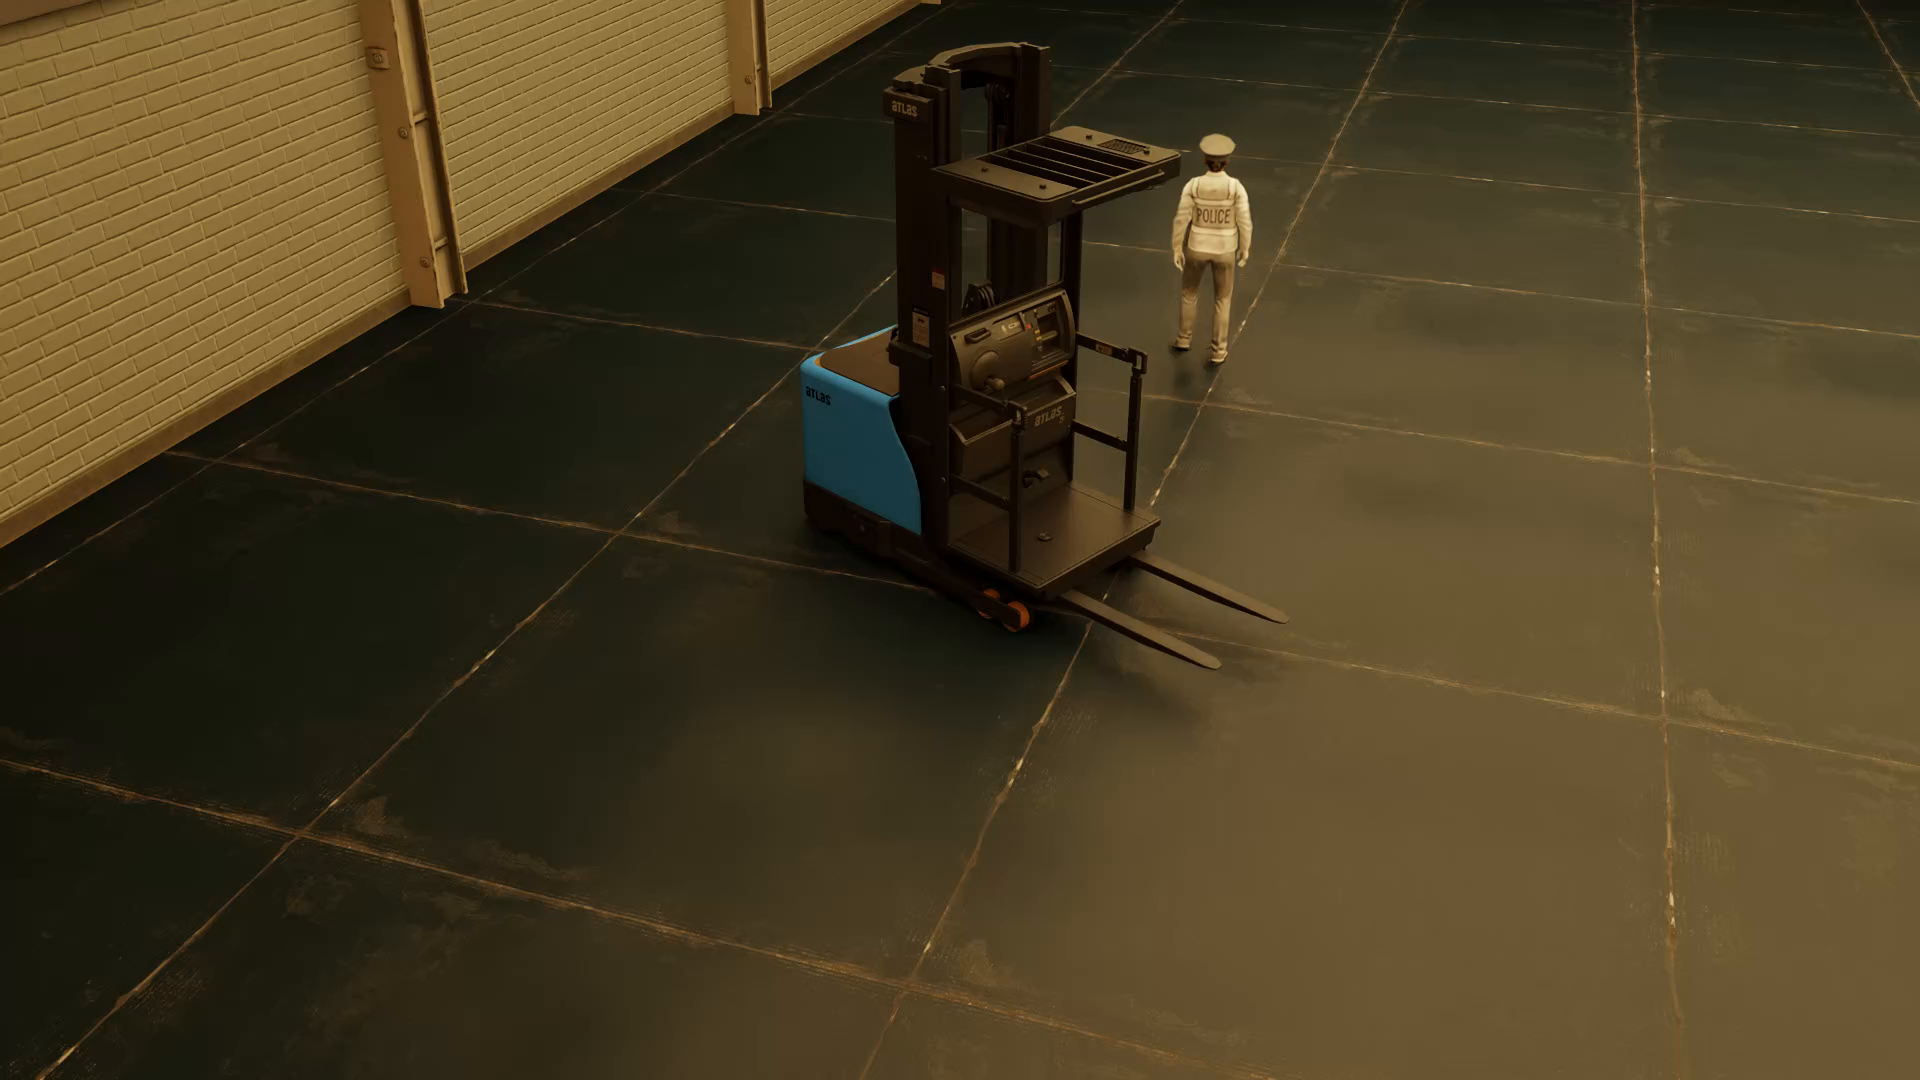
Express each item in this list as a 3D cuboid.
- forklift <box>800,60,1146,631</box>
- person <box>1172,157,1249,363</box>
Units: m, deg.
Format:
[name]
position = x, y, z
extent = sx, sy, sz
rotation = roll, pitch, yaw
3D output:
[forklift]
position = 0.057, -1.219, 9.338
extent = 1.939, 2.867, 1.129
rotation = 26, 38, 37
[person]
position = 1.846, -2.108, 12.199
extent = 0.539, 1.675, 0.470
rotation = 6, 30, 11
